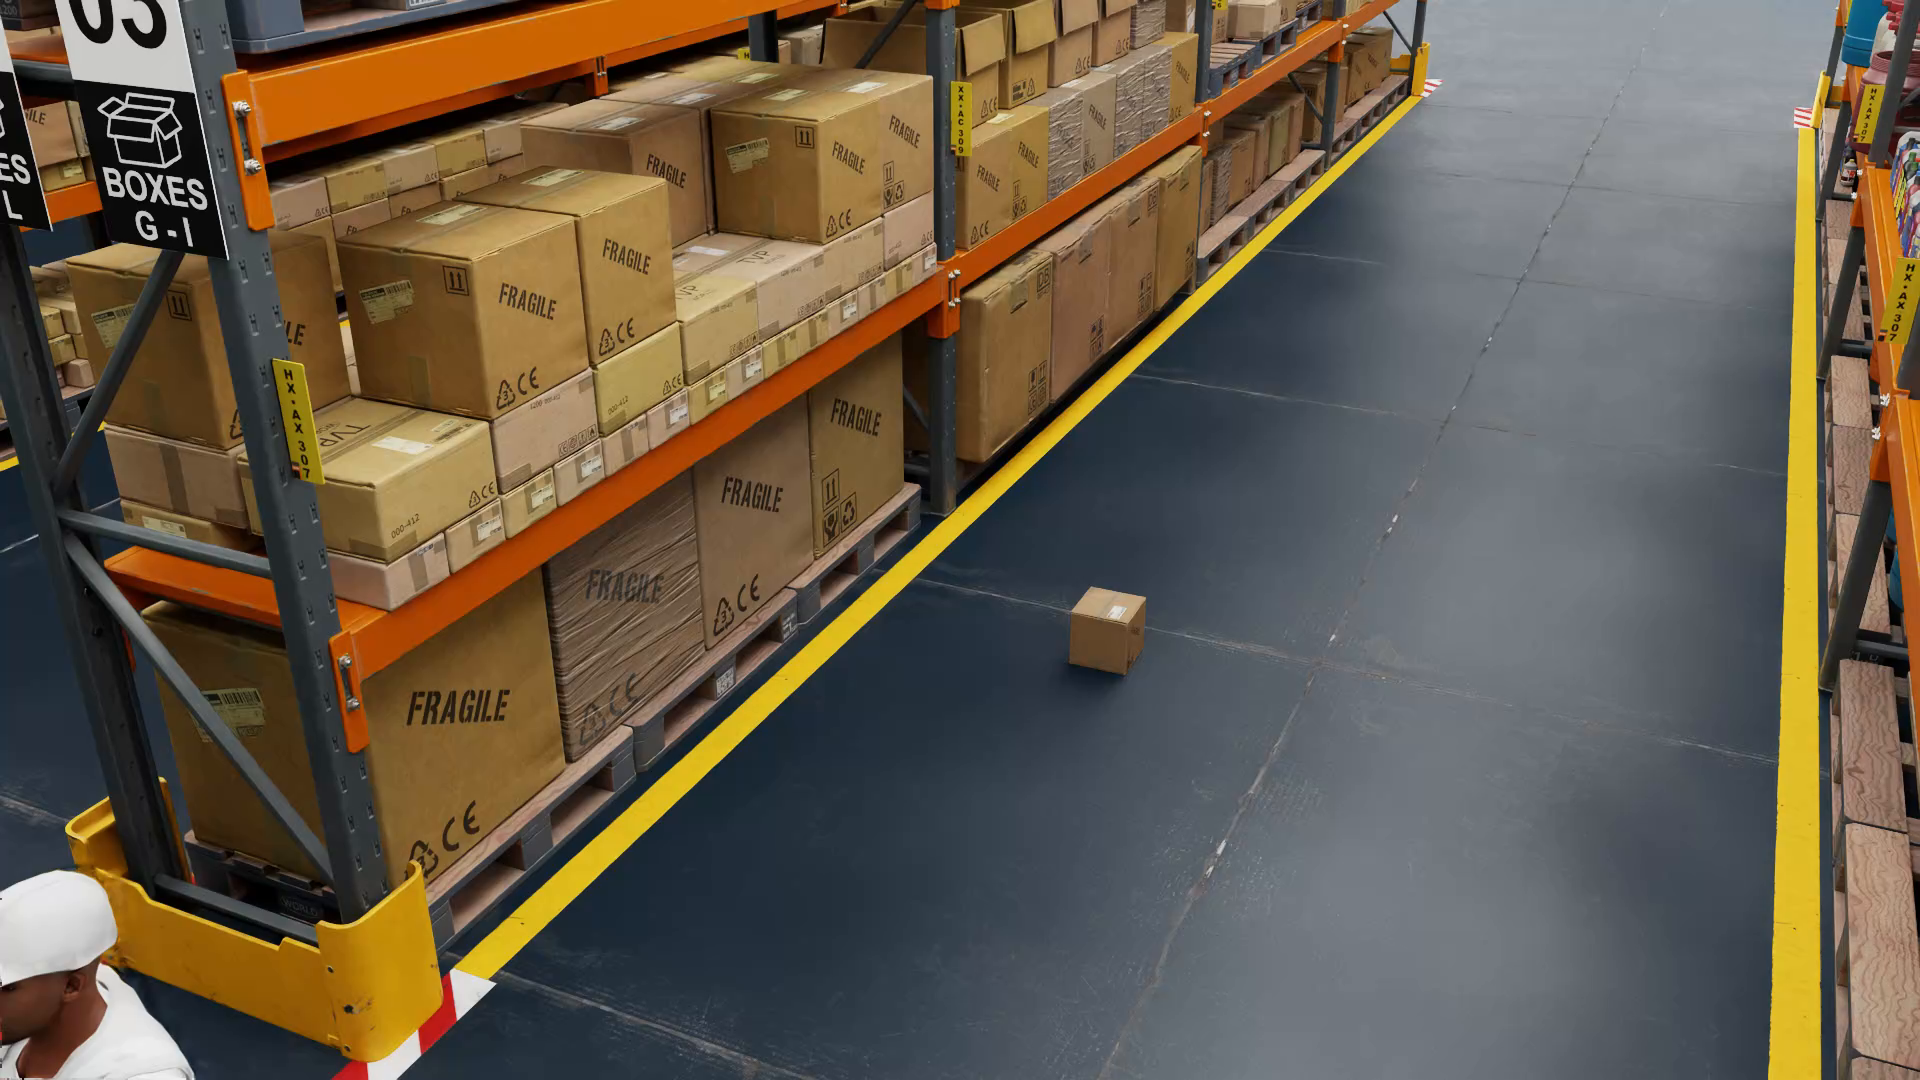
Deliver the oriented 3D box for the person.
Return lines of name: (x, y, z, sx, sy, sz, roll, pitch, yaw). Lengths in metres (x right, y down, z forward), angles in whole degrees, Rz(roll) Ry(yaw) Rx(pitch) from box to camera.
person: (-1.592, 1.395, 3.220, 0.587, 1.736, 0.959, 19, 32, 34)
